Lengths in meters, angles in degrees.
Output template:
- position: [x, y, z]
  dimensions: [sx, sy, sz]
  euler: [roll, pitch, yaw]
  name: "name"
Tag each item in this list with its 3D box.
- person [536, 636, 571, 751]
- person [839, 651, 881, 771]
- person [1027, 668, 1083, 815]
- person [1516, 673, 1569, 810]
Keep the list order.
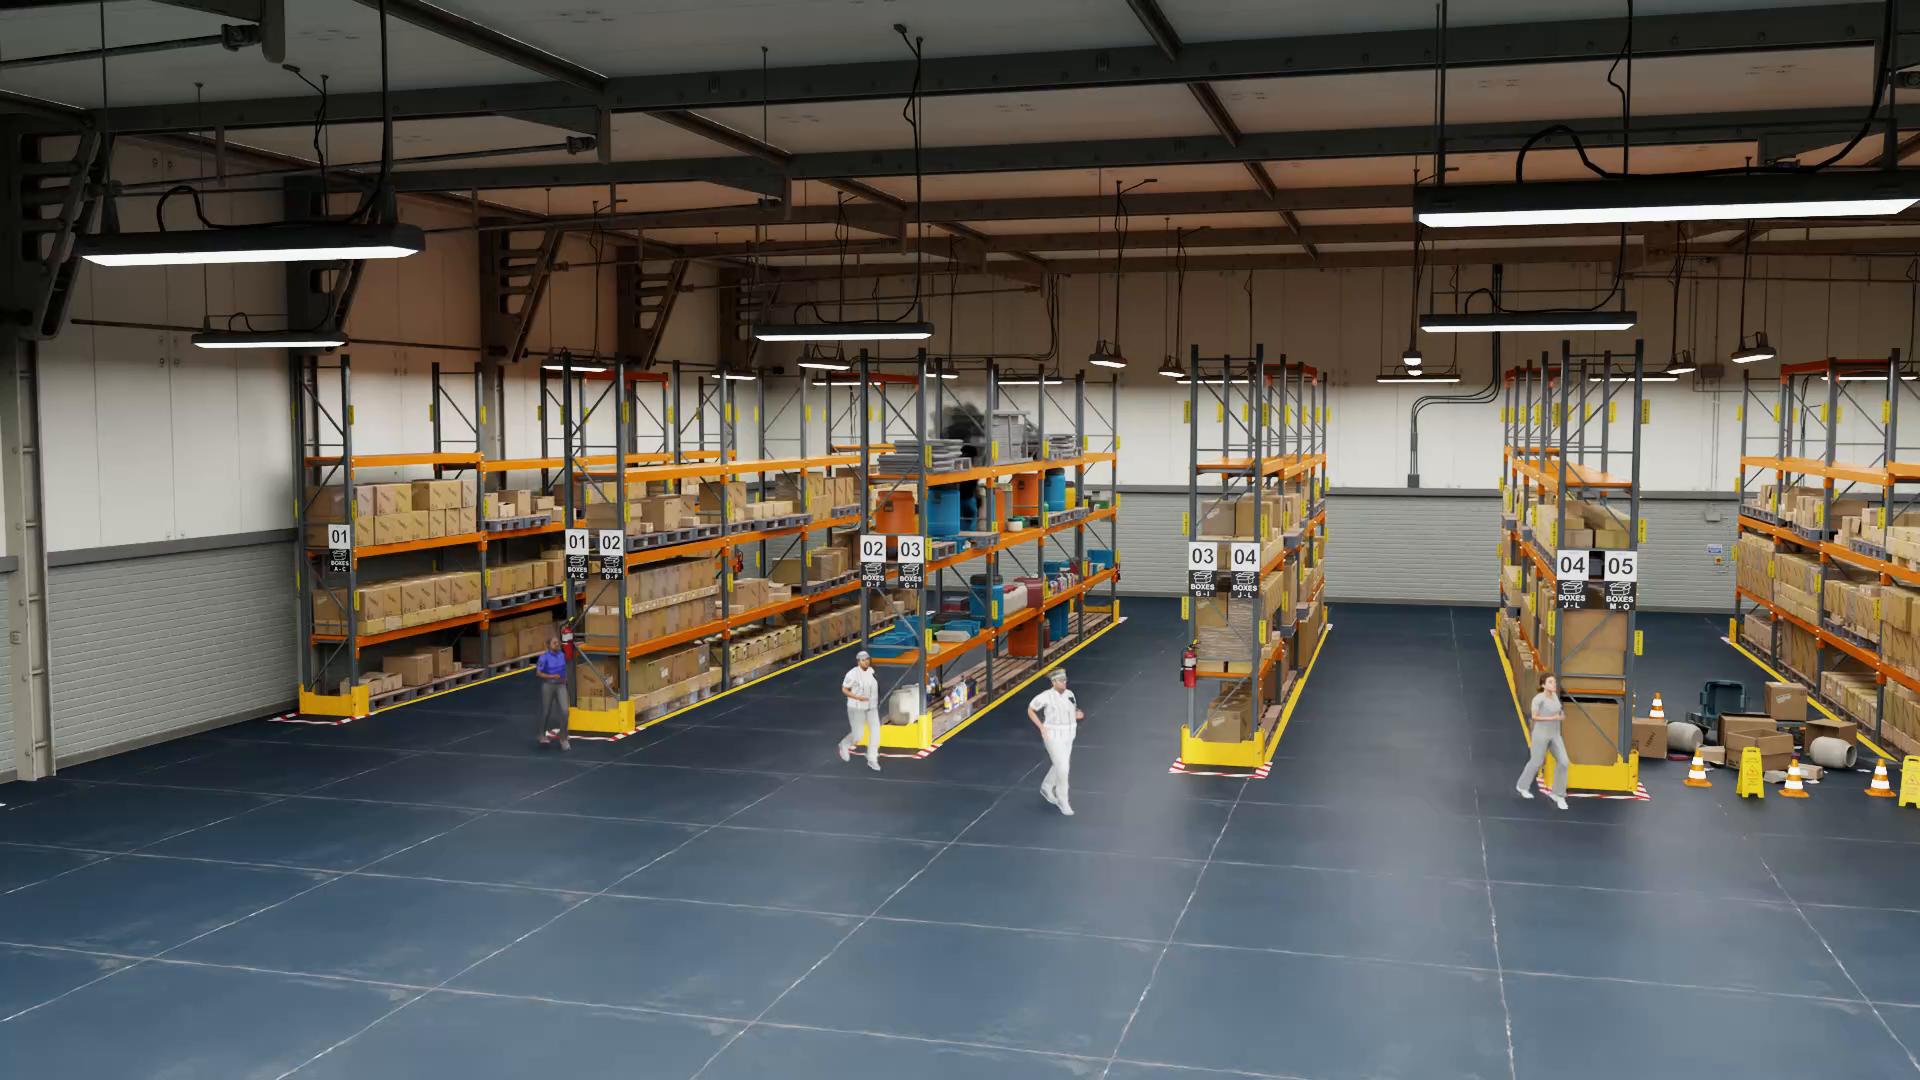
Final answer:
- position: [-6.118, 2.287, 25.062]
  dimensions: [0.589, 1.698, 0.725]
  euler: [-3, 5, -38]
  name: "person"
- position: [-1.414, 2.411, 23.681]
  dimensions: [0.622, 1.682, 0.779]
  euler: [-4, 6, -41]
  name: "person"
- position: [1.252, 2.537, 21.106]
  dimensions: [0.643, 1.842, 0.743]
  euler: [-4, 6, -43]
  name: "person"
- position: [7.506, 2.566, 21.375]
  dimensions: [0.560, 1.736, 0.751]
  euler: [-2, 5, -23]
  name: "person"
